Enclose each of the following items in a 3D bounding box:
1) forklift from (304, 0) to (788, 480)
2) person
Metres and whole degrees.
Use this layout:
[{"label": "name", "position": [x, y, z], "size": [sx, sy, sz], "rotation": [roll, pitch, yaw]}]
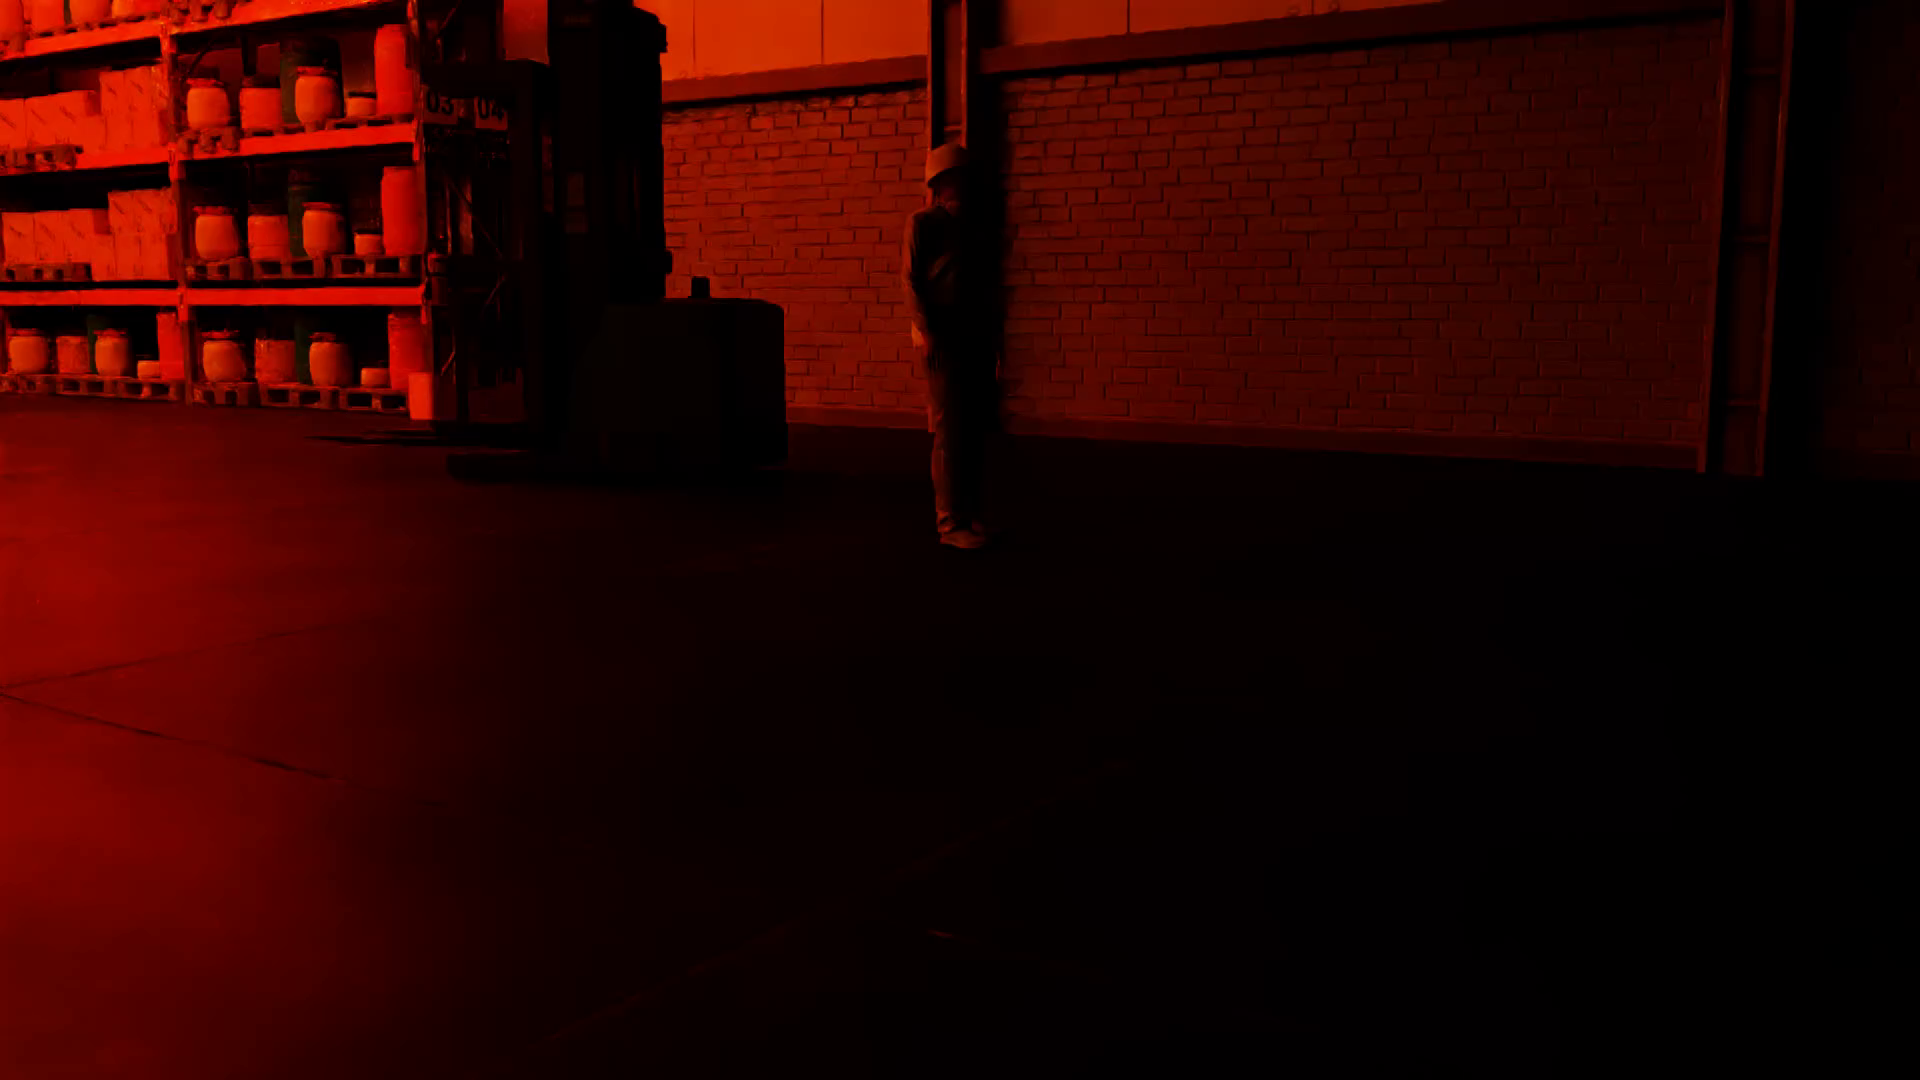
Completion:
[{"label": "forklift", "position": [-2.689, -1.896, 10.523], "size": [3.031, 2.935, 1.130], "rotation": [2, 8, 14]}, {"label": "person", "position": [0.047, -0.880, 7.437], "size": [0.567, 1.773, 0.632], "rotation": [5, 10, 34]}]
